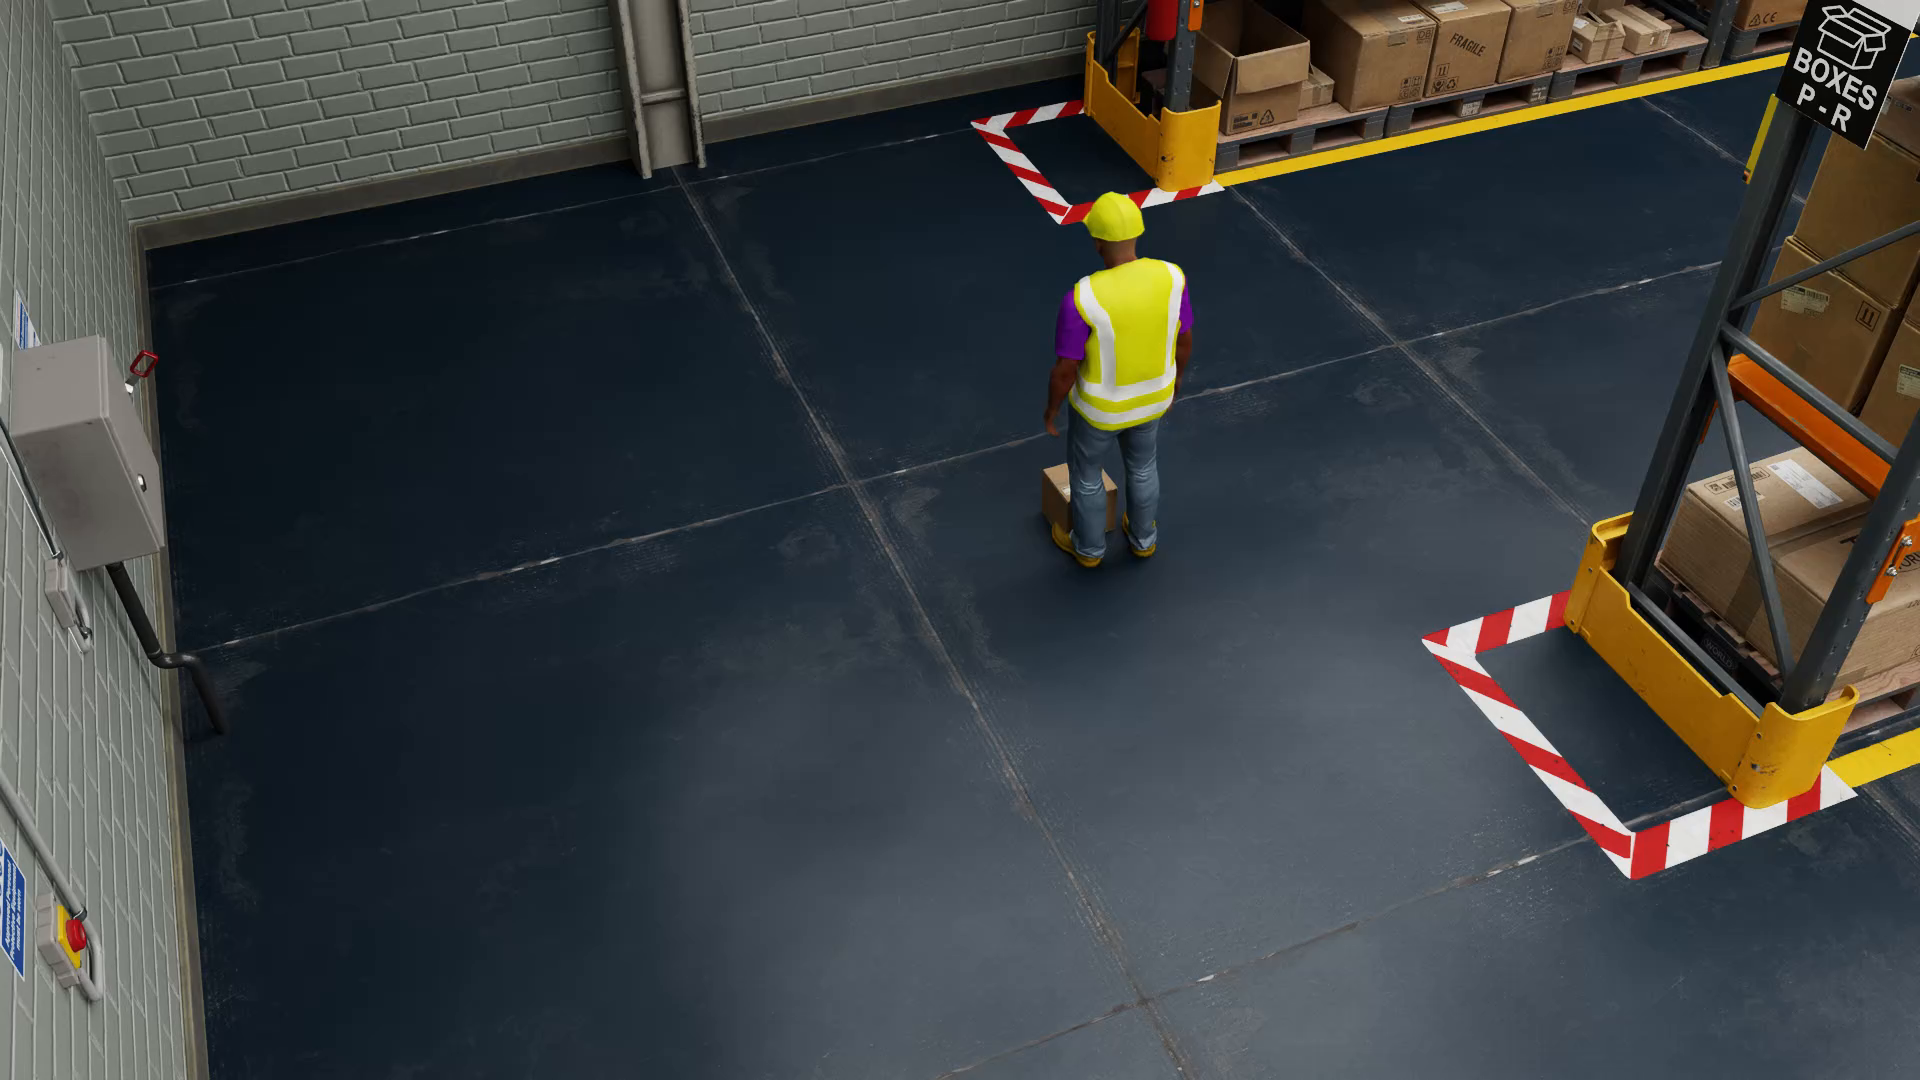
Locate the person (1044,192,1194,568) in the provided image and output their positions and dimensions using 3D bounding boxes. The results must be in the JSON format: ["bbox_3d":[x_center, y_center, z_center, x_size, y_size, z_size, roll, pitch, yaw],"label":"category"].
[{"bbox_3d":[0.641,-0.610,6.834,0.622,1.761,0.458,-15,44,-16],"label":"person"}]
